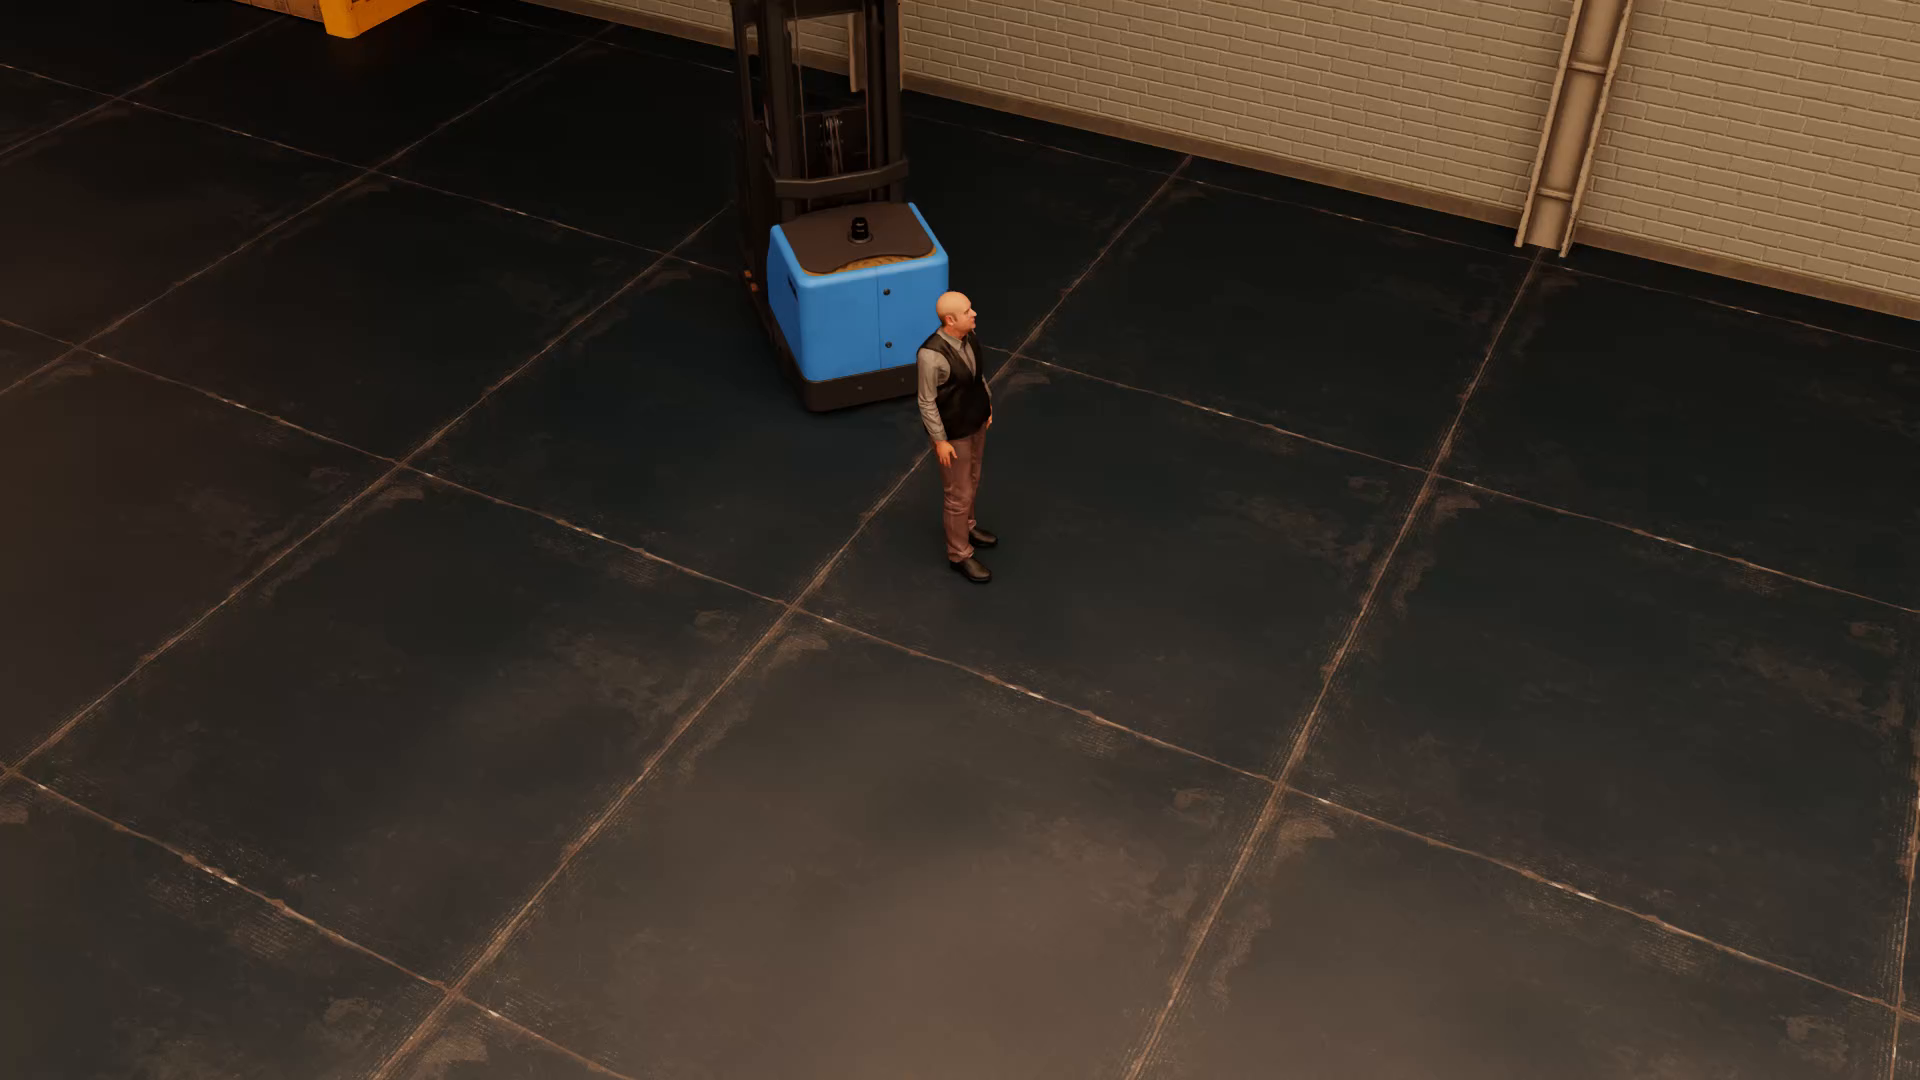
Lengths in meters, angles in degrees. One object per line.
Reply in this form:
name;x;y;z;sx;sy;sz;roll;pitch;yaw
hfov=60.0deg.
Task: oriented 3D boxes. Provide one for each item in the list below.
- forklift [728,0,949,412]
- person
forklift;-1.014;-2.940;11.477;1.130;2.935;3.031;-12;42;-14
person;0.059;-0.639;9.673;0.551;1.721;0.633;18;43;21
